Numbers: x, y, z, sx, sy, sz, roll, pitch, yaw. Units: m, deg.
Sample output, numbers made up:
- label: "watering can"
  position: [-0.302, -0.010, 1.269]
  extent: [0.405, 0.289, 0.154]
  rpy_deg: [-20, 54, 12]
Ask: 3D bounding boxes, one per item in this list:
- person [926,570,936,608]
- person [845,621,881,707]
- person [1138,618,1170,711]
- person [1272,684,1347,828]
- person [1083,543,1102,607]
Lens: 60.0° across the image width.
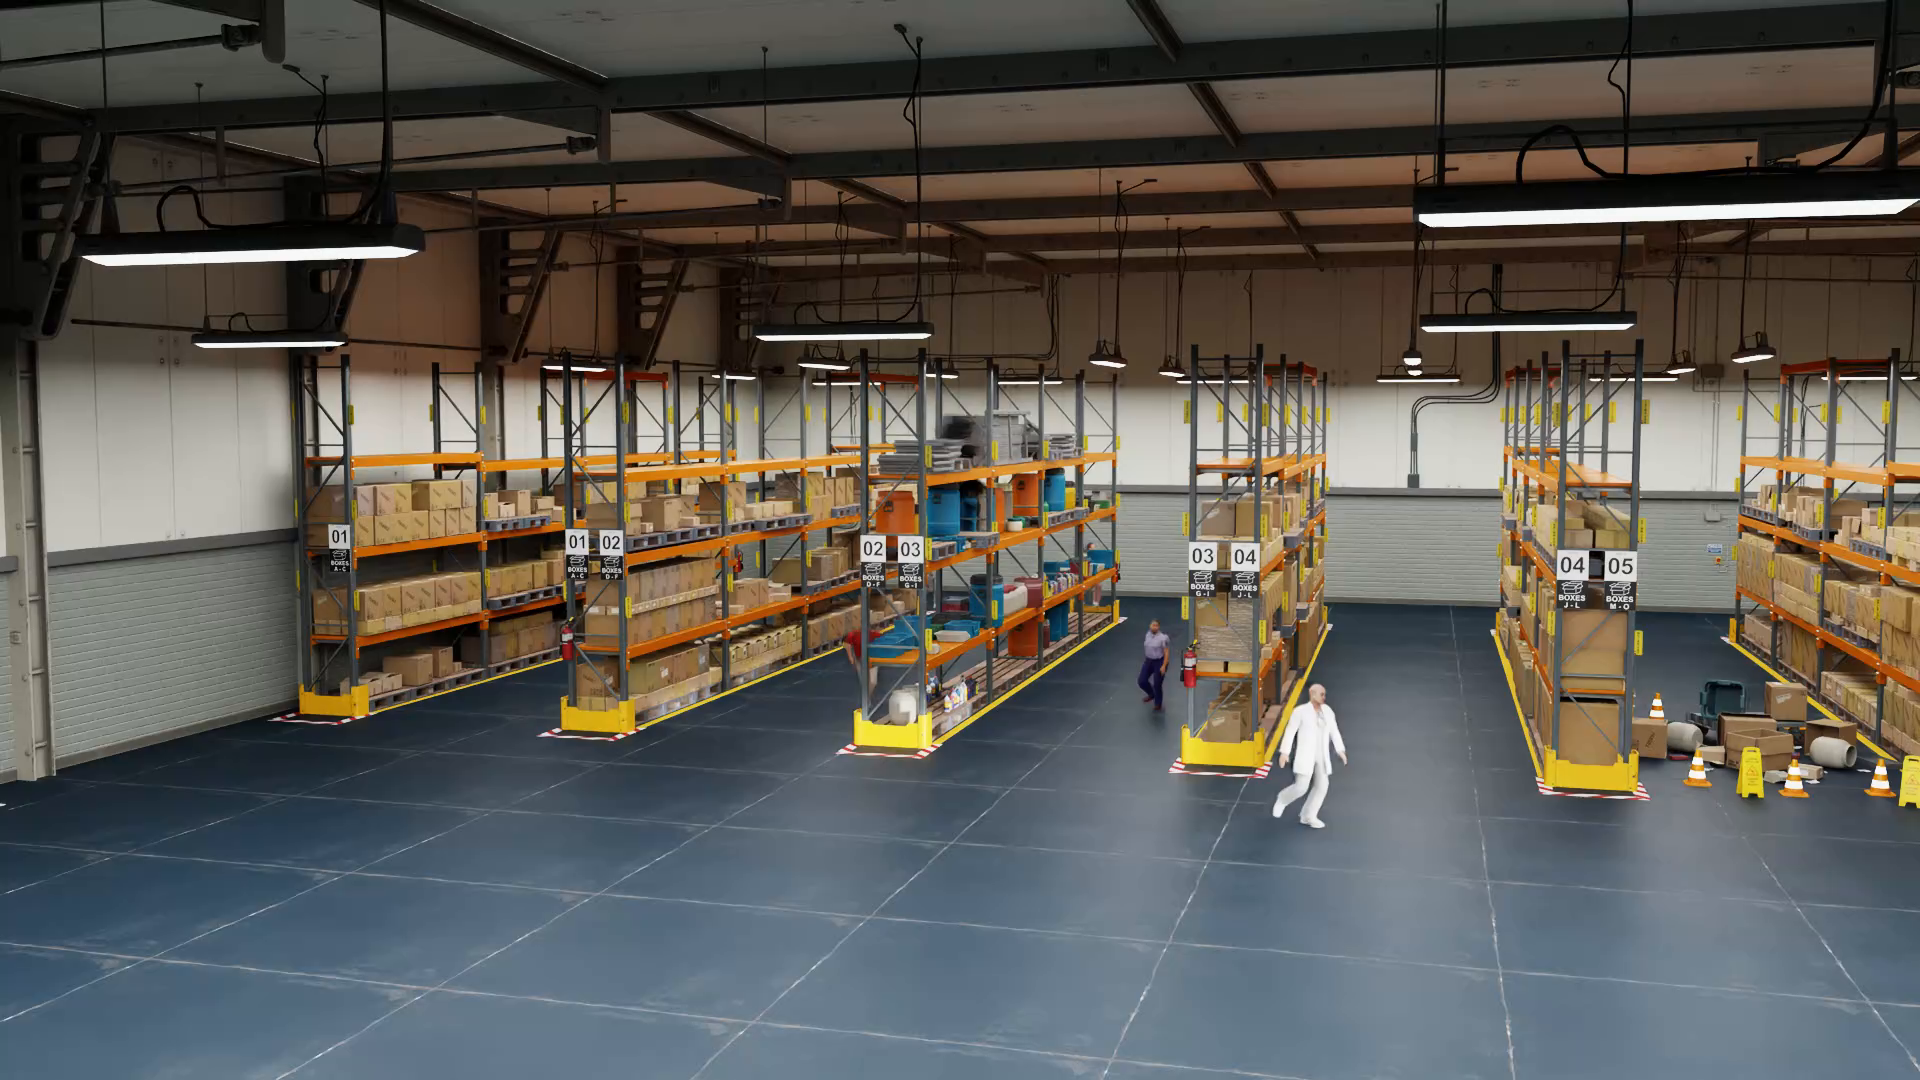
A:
- label: "person"
  position: [-0.725, 0.995, 43.142]
  extent: [0.547, 1.572, 0.774]
  rpy_deg: [-3, 5, -34]
- label: "person"
  position: [-1.635, 2.103, 28.633]
  extent: [0.679, 1.536, 0.935]
  rpy_deg: [0, 4, 5]
- label: "person"
  position: [3.325, 2.096, 28.247]
  extent: [0.664, 1.605, 0.540]
  rpy_deg: [4, 6, 40]
- label: "person"
  position: [4.235, 2.609, 20.258]
  extent: [0.741, 1.746, 0.725]
  rpy_deg: [-2, 5, -23]
- label: "person"
  position: [3.360, 0.922, 43.270]
  extent: [0.822, 1.722, 0.561]
  rpy_deg: [3, 5, 32]
